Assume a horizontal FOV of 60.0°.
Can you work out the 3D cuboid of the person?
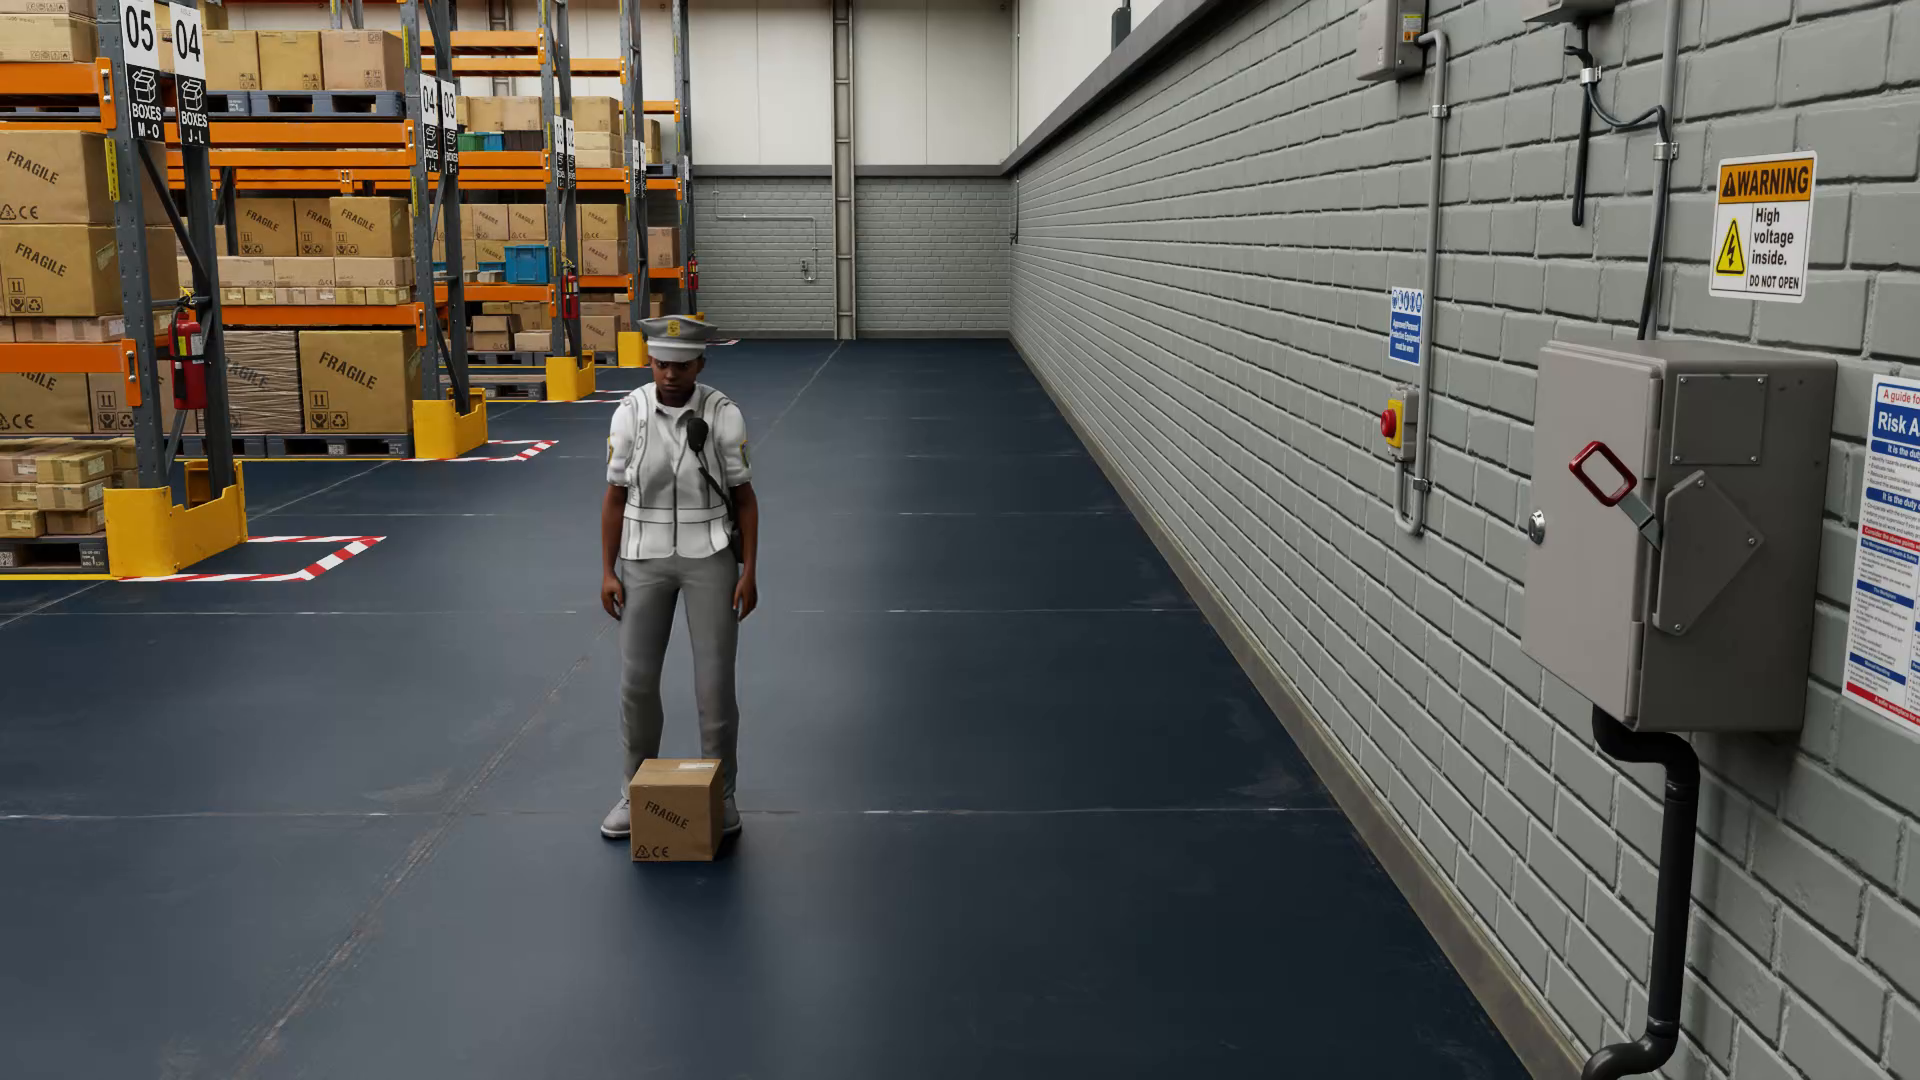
[{"bbox_3d":[-0.903,0.113,5.315,0.515,1.657,0.400,0,10,-2],"label":"person"}]
